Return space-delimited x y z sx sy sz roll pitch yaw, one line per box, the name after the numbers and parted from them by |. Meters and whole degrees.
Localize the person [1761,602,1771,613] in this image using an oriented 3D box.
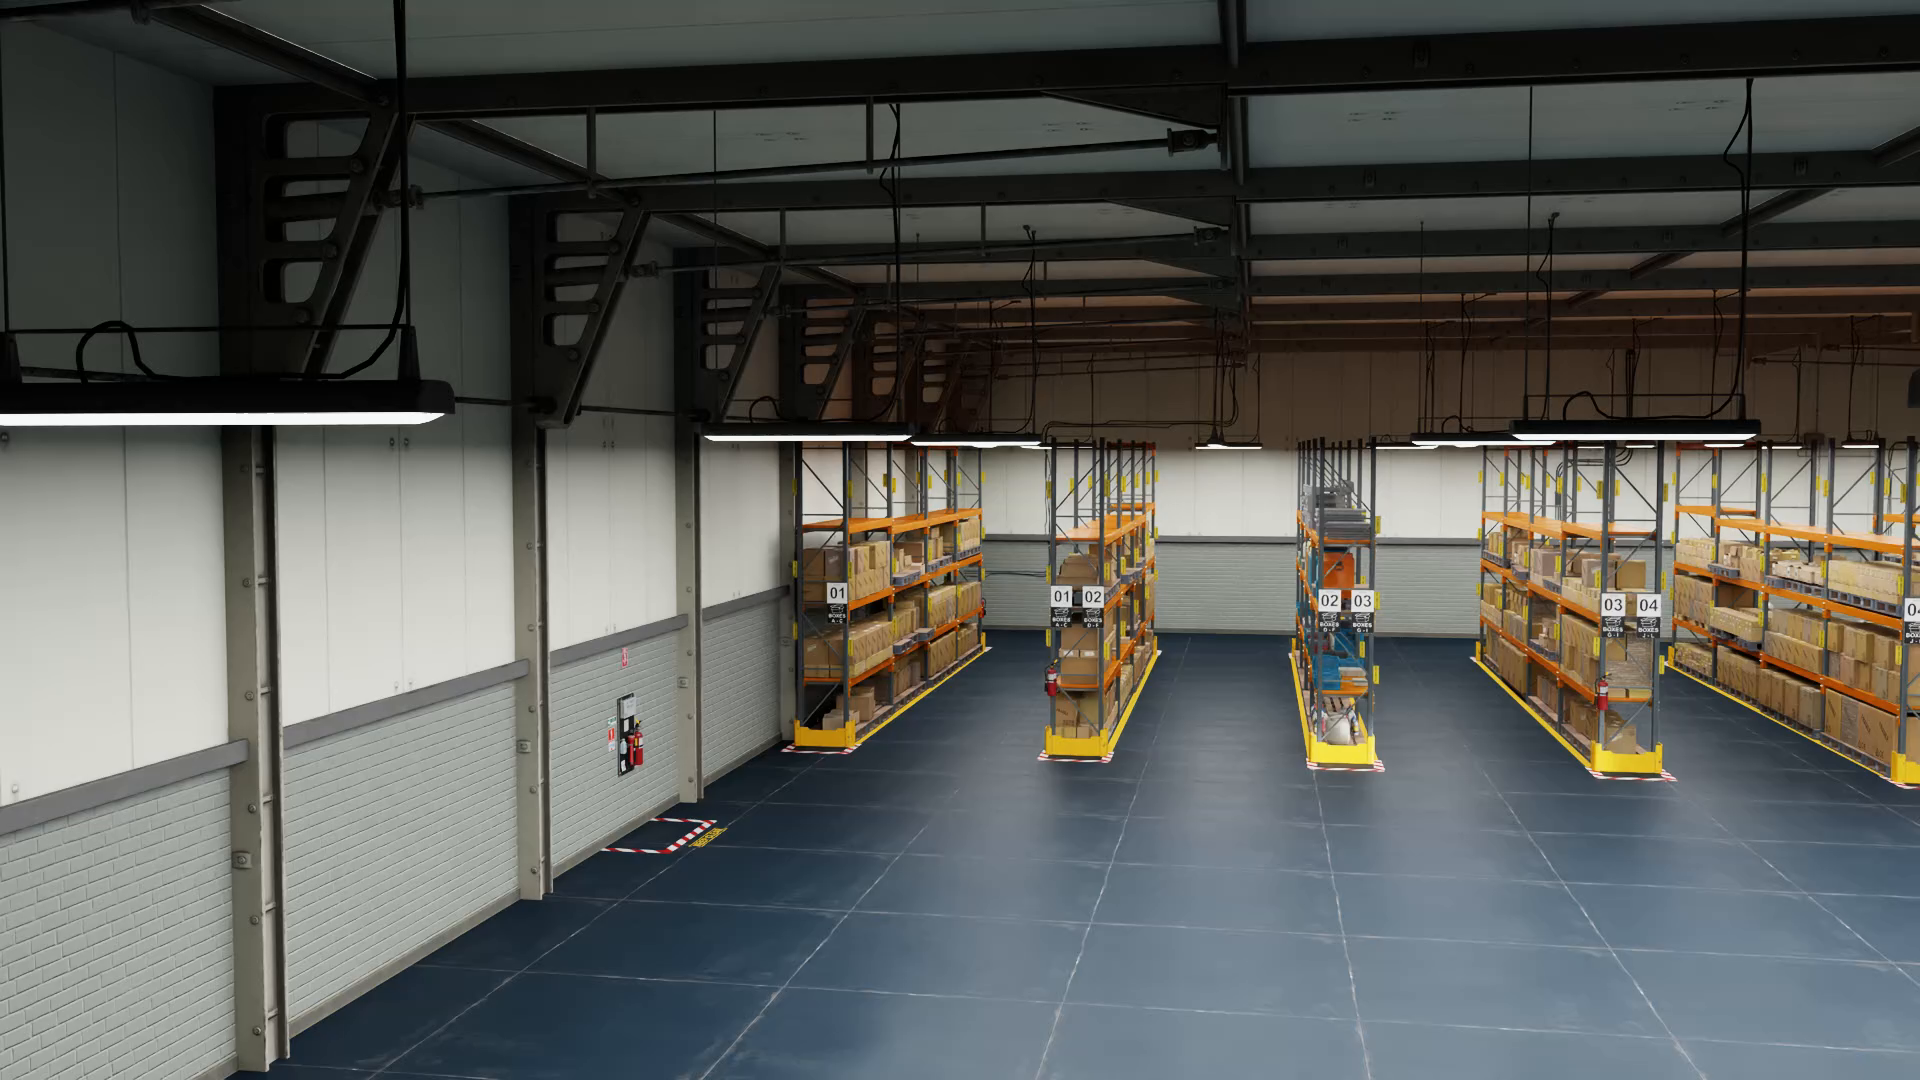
21.223 2.510 43.752 0.519 1.779 0.533 0 3 -4 | person

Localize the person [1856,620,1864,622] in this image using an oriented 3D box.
21.282 2.788 39.219 0.530 1.794 0.683 0 3 -3 | person
